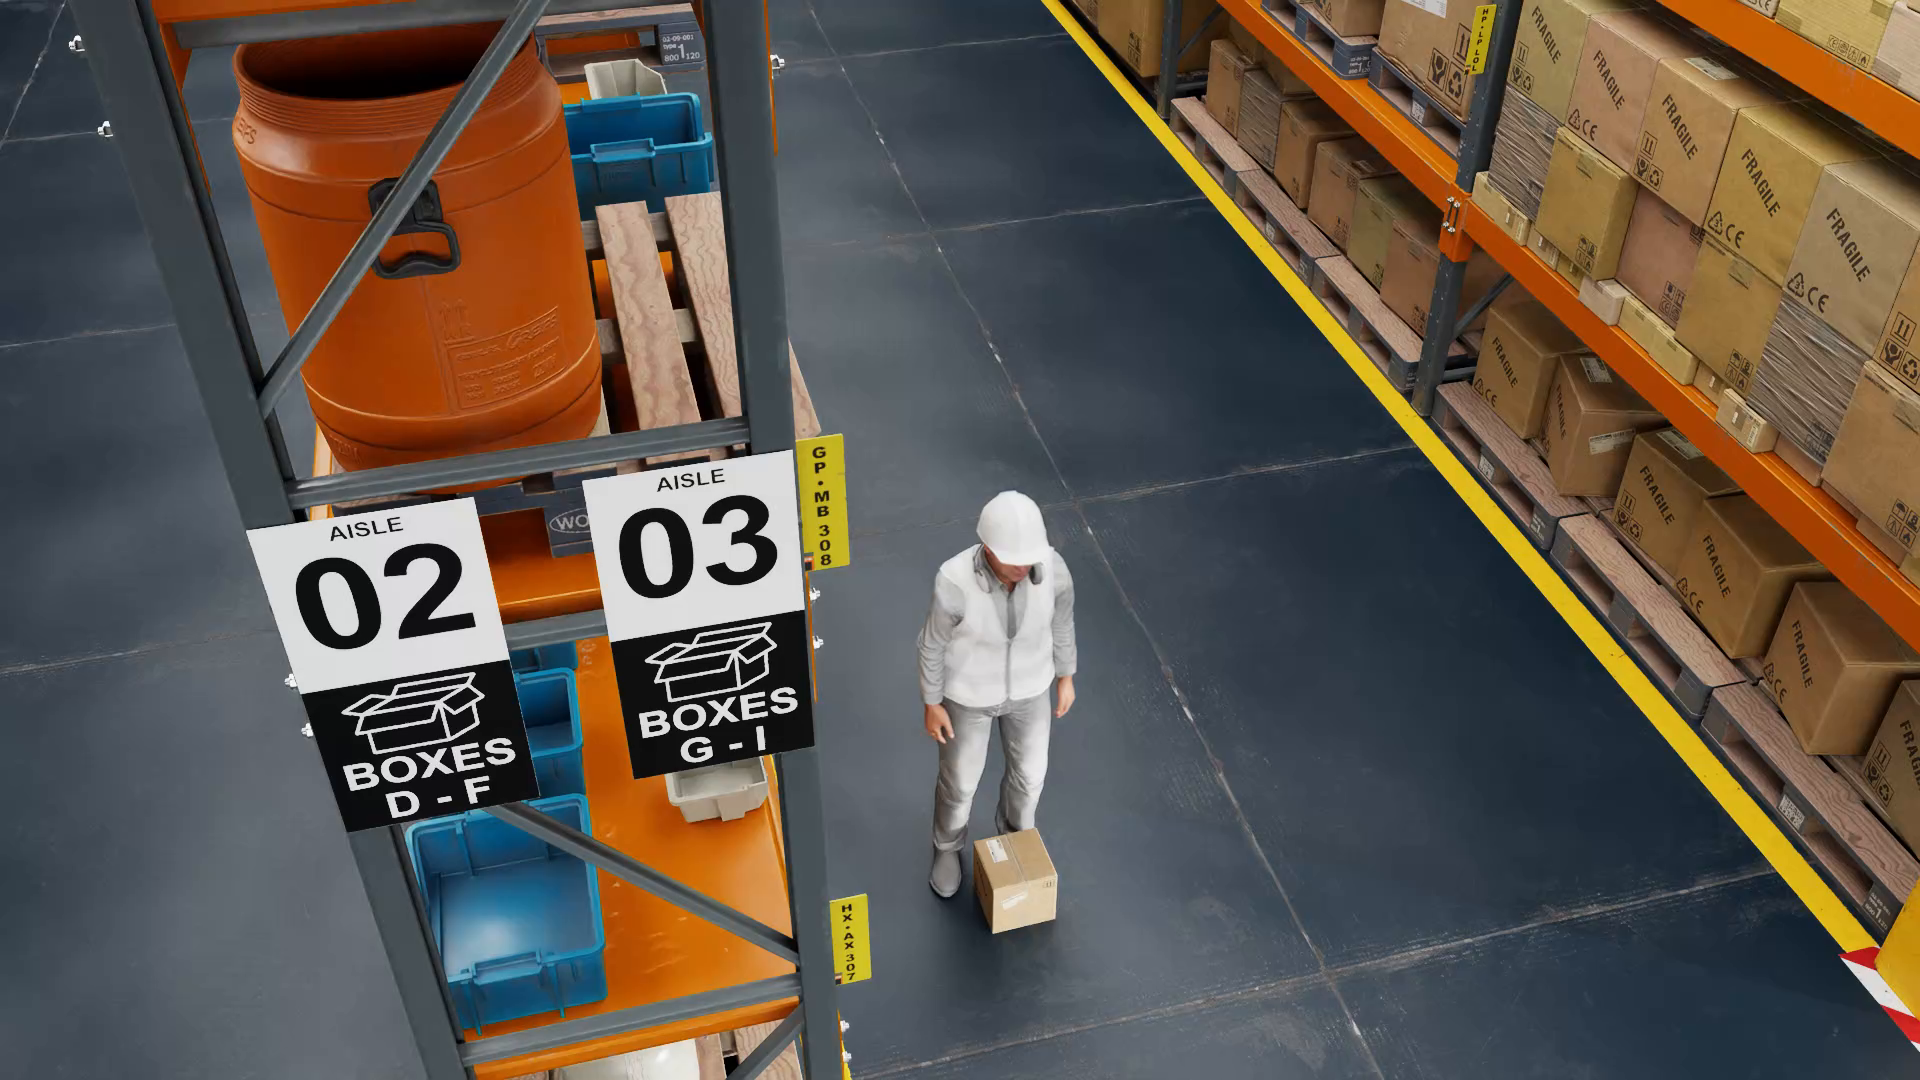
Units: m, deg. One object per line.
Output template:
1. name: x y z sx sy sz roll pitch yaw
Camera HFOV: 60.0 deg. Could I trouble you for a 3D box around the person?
1. person: 0.139 0.534 6.007 0.589 1.772 0.464 -11 39 -13
